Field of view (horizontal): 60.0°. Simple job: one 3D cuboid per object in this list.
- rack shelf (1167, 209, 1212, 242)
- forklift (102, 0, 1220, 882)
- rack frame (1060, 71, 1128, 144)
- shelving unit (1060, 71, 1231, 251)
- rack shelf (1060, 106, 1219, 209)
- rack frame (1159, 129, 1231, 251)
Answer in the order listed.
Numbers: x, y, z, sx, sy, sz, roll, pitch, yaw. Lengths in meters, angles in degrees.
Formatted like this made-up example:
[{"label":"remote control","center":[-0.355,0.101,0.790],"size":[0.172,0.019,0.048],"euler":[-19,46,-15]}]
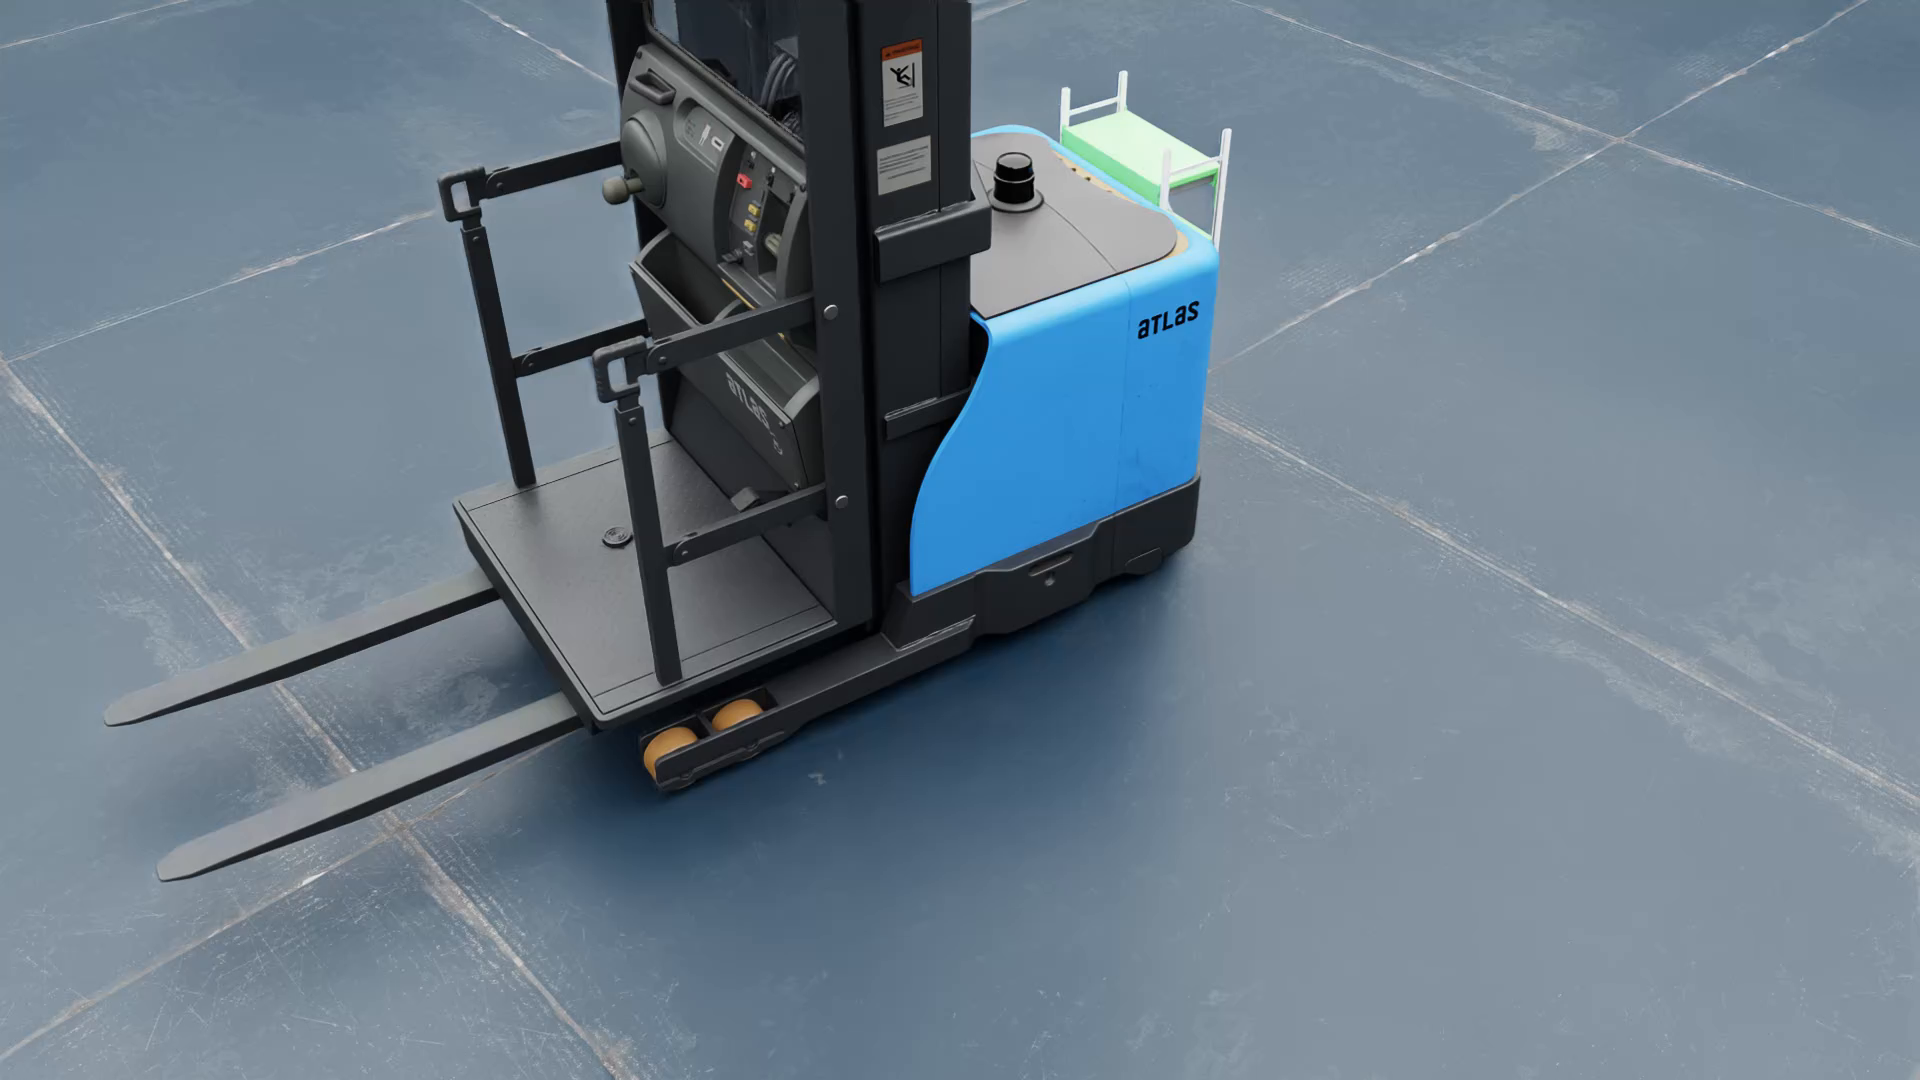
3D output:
[{"label":"rack shelf","center":[0.547,-0.945,5.185],"size":[0.258,0.148,0.480],"euler":[-23,44,-25]},{"label":"forklift","center":[-0.786,-0.857,3.979],"size":[3.031,2.935,1.130],"euler":[-22,44,-25]},{"label":"rack frame","center":[0.412,-0.936,5.454],"size":[0.240,1.200,0.015],"euler":[-23,44,-25]},{"label":"shelving unit","center":[0.547,-0.808,5.295],"size":[0.258,1.200,0.503],"euler":[-23,44,-25]},{"label":"rack shelf","center":[0.547,-1.132,5.034],"size":[0.258,0.148,0.480],"euler":[-23,44,-25]},{"label":"rack frame","center":[0.681,-0.680,5.137],"size":[0.240,1.200,0.015],"euler":[-23,44,-25]}]
